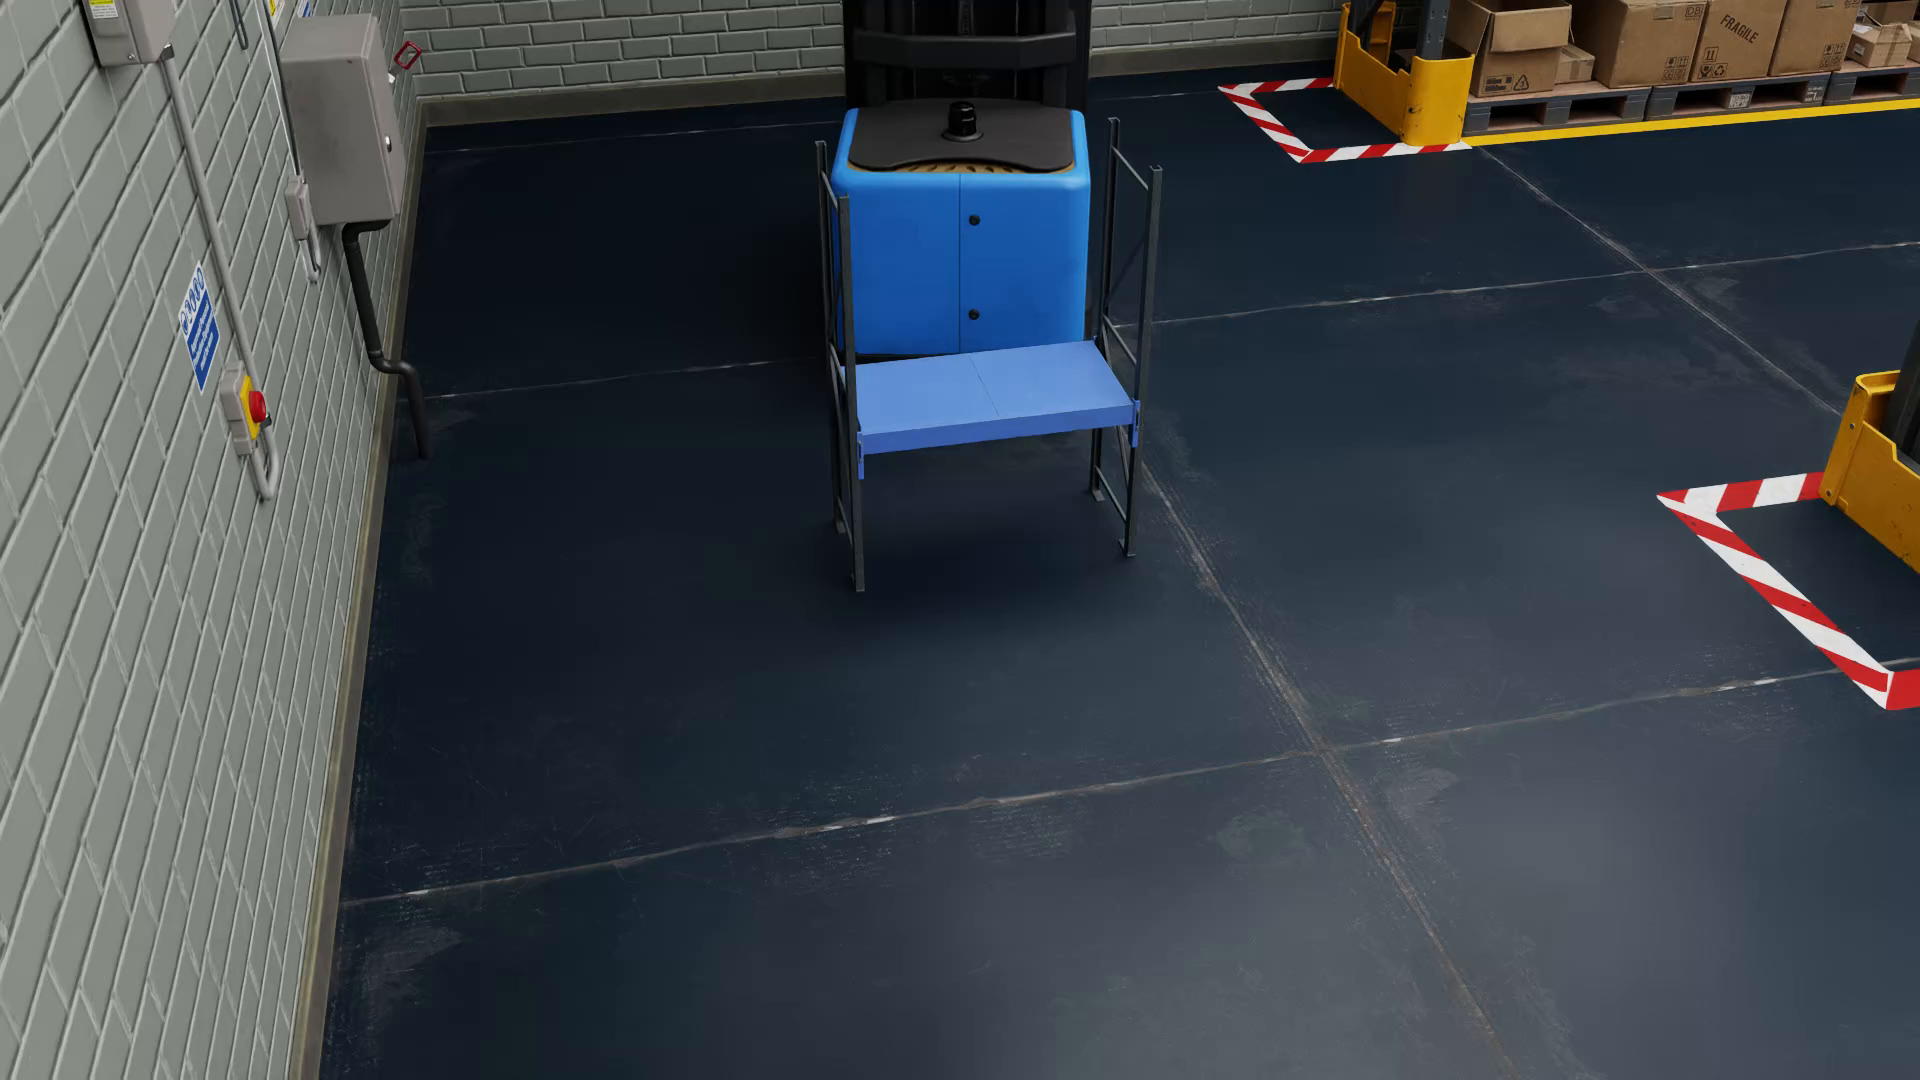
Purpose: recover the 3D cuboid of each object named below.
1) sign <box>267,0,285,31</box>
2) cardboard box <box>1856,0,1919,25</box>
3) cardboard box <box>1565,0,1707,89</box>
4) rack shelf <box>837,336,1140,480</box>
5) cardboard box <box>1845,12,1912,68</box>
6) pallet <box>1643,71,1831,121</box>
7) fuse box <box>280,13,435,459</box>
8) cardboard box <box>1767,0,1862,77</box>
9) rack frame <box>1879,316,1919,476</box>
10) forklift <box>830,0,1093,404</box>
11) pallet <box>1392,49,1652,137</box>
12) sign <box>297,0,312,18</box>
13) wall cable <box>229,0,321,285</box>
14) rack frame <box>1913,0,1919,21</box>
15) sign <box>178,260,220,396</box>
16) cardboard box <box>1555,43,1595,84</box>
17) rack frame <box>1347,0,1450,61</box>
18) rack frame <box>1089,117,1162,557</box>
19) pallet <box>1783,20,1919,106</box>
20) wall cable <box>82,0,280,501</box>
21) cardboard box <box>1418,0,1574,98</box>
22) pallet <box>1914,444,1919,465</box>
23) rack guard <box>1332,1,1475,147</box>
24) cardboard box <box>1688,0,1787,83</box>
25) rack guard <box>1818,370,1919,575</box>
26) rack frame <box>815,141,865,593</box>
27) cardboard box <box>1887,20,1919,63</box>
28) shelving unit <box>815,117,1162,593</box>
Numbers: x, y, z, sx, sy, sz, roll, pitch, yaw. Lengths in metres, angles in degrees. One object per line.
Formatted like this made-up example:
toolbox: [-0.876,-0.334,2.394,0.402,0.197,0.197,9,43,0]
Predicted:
sign: [-2.335,-1.894,5.640,0.001,0.242,0.339,-7,35,-11]
cardboard box: [5.777,-3.447,10.731,0.500,0.311,0.500,-6,34,-9]
cardboard box: [4.032,-3.094,10.036,0.500,0.500,0.700,-6,34,-9]
rack shelf: [0.083,-0.484,5.948,1.000,0.185,0.538,-7,35,-11]
cardboard box: [5.647,-3.109,10.268,0.258,0.266,0.396,-6,34,-9]
pallet: [4.611,-2.948,10.454,1.213,0.211,1.003,-7,35,-11]
fuse box: [-2.145,-1.072,6.312,0.414,1.711,0.539,-7,35,-11]
cardboard box: [5.044,-3.222,10.226,0.500,0.500,0.700,-8,35,-12]
rack frame: [3.671,-1.153,5.276,0.127,3.000,1.000,-7,35,-11]
forklift: [0.037,-2.553,7.424,1.130,2.935,3.031,1,34,1]
pallet: [3.424,-2.800,10.234,1.213,0.211,1.003,-7,35,-11]
sign: [-2.456,-1.810,6.341,0.001,0.494,0.329,-7,35,-11]
wall cable: [-2.148,-1.638,5.088,0.122,1.984,0.588,-7,35,-11]
rack frame: [6.473,-4.342,10.028,0.127,3.000,1.000,-7,35,-11]
sign: [-1.873,-0.526,4.099,0.001,0.218,0.327,-7,35,-11]
cardboard box: [3.612,-2.896,10.055,0.250,0.149,0.380,-9,35,-12]
rack frame: [2.572,-3.850,9.296,0.127,3.000,1.000,-7,35,-11]
rack frame: [0.579,-0.696,5.941,0.032,1.500,0.500,-7,35,-11]
pallet: [5.803,-3.100,10.681,1.213,0.211,1.003,-7,35,-11]
wall cable: [-1.824,-0.882,3.933,0.123,1.953,0.585,-7,35,-11]
cardboard box: [3.190,-3.012,9.910,0.637,0.503,0.797,-9,35,-12]
pallet: [4.433,-0.136,6.263,1.213,0.211,1.003,-7,35,-11]
rack guard: [2.646,-2.822,10.006,0.348,0.500,1.175,-7,35,-11]
cardboard box: [4.570,-3.105,10.052,0.500,0.500,0.500,-7,34,-10]
rack guard: [3.647,-0.112,5.968,0.348,0.500,1.175,-7,35,-11]
rack frame: [-0.413,-0.571,5.755,0.032,1.500,0.500,-7,35,-11]
cardboard box: [5.995,-3.105,10.366,0.250,0.149,0.380,-8,35,-12]
shelving unit: [0.083,-0.633,5.848,1.048,1.500,0.538,-7,35,-11]
